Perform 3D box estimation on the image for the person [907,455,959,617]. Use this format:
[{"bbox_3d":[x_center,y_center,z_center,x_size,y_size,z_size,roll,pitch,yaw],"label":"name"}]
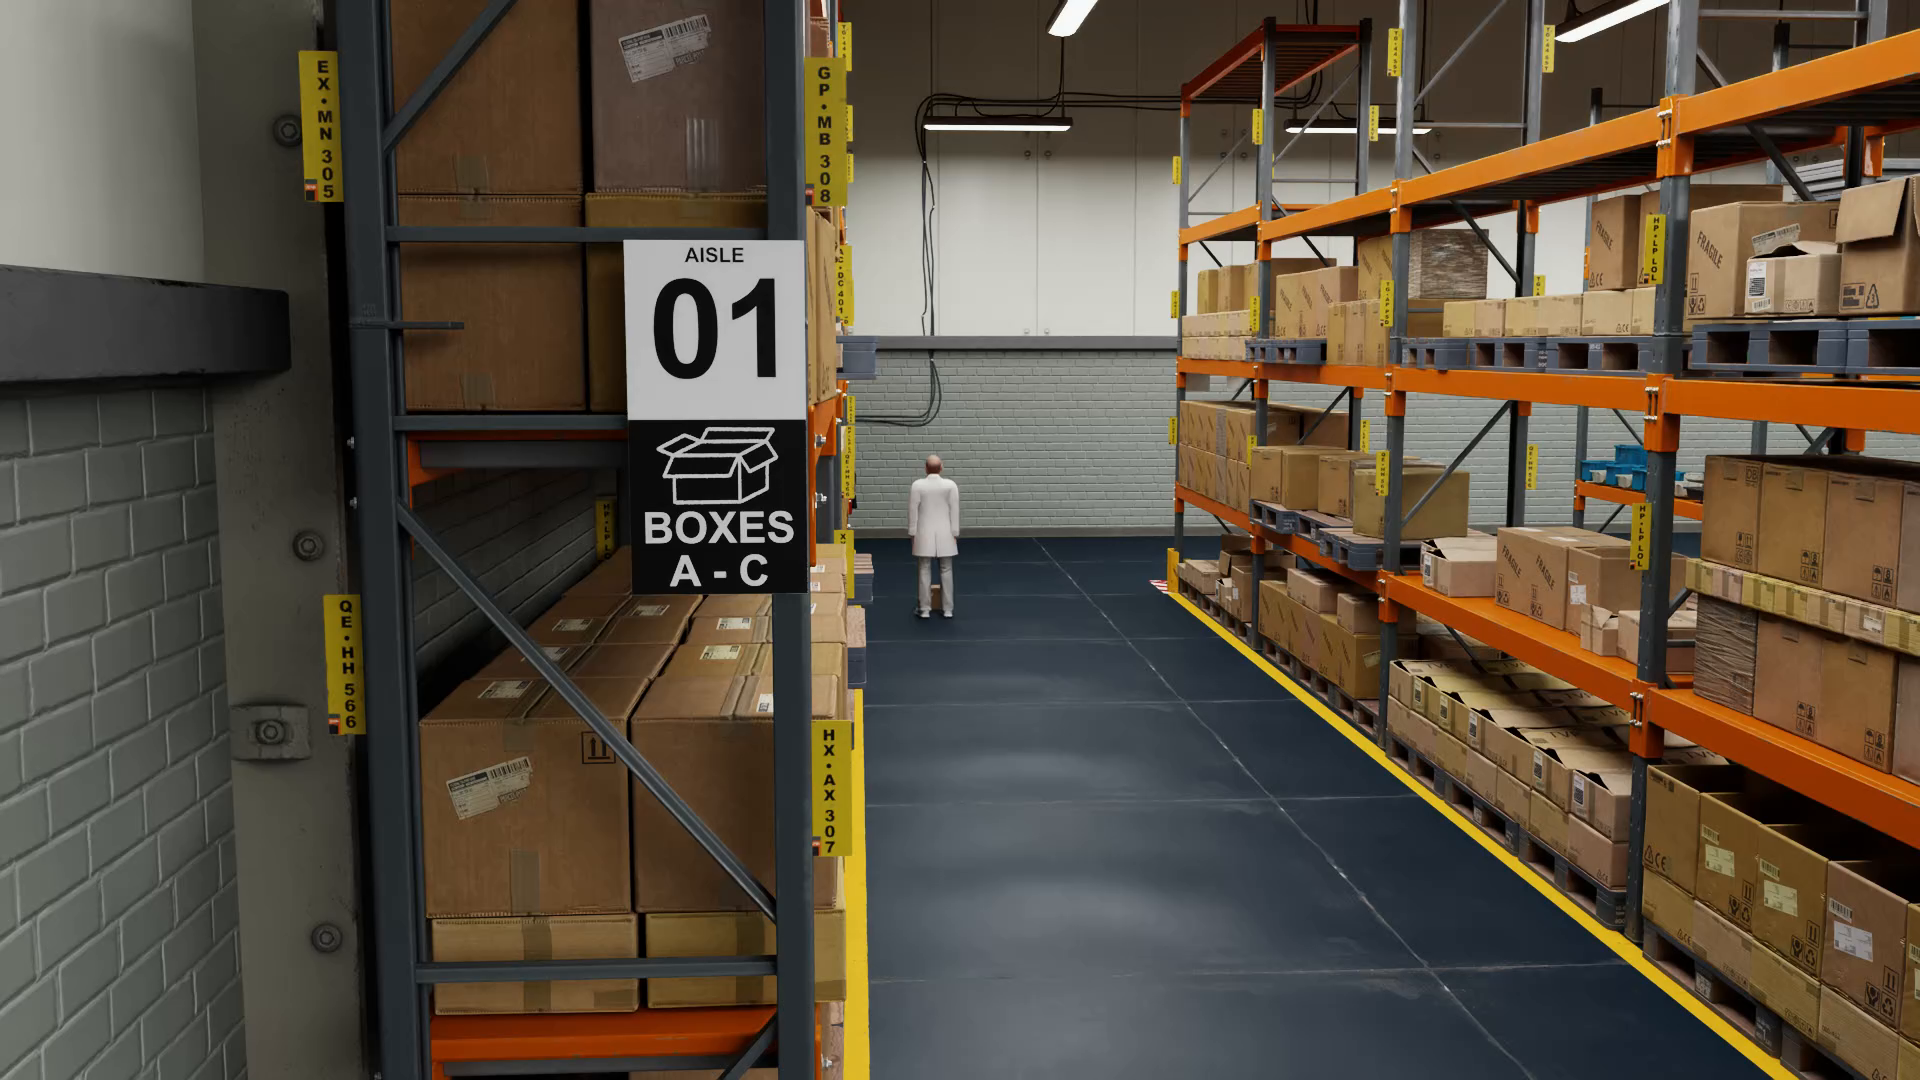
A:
[{"bbox_3d":[-0.294,-0.046,18.200,0.561,1.777,0.377,0,7,-3],"label":"person"}]
